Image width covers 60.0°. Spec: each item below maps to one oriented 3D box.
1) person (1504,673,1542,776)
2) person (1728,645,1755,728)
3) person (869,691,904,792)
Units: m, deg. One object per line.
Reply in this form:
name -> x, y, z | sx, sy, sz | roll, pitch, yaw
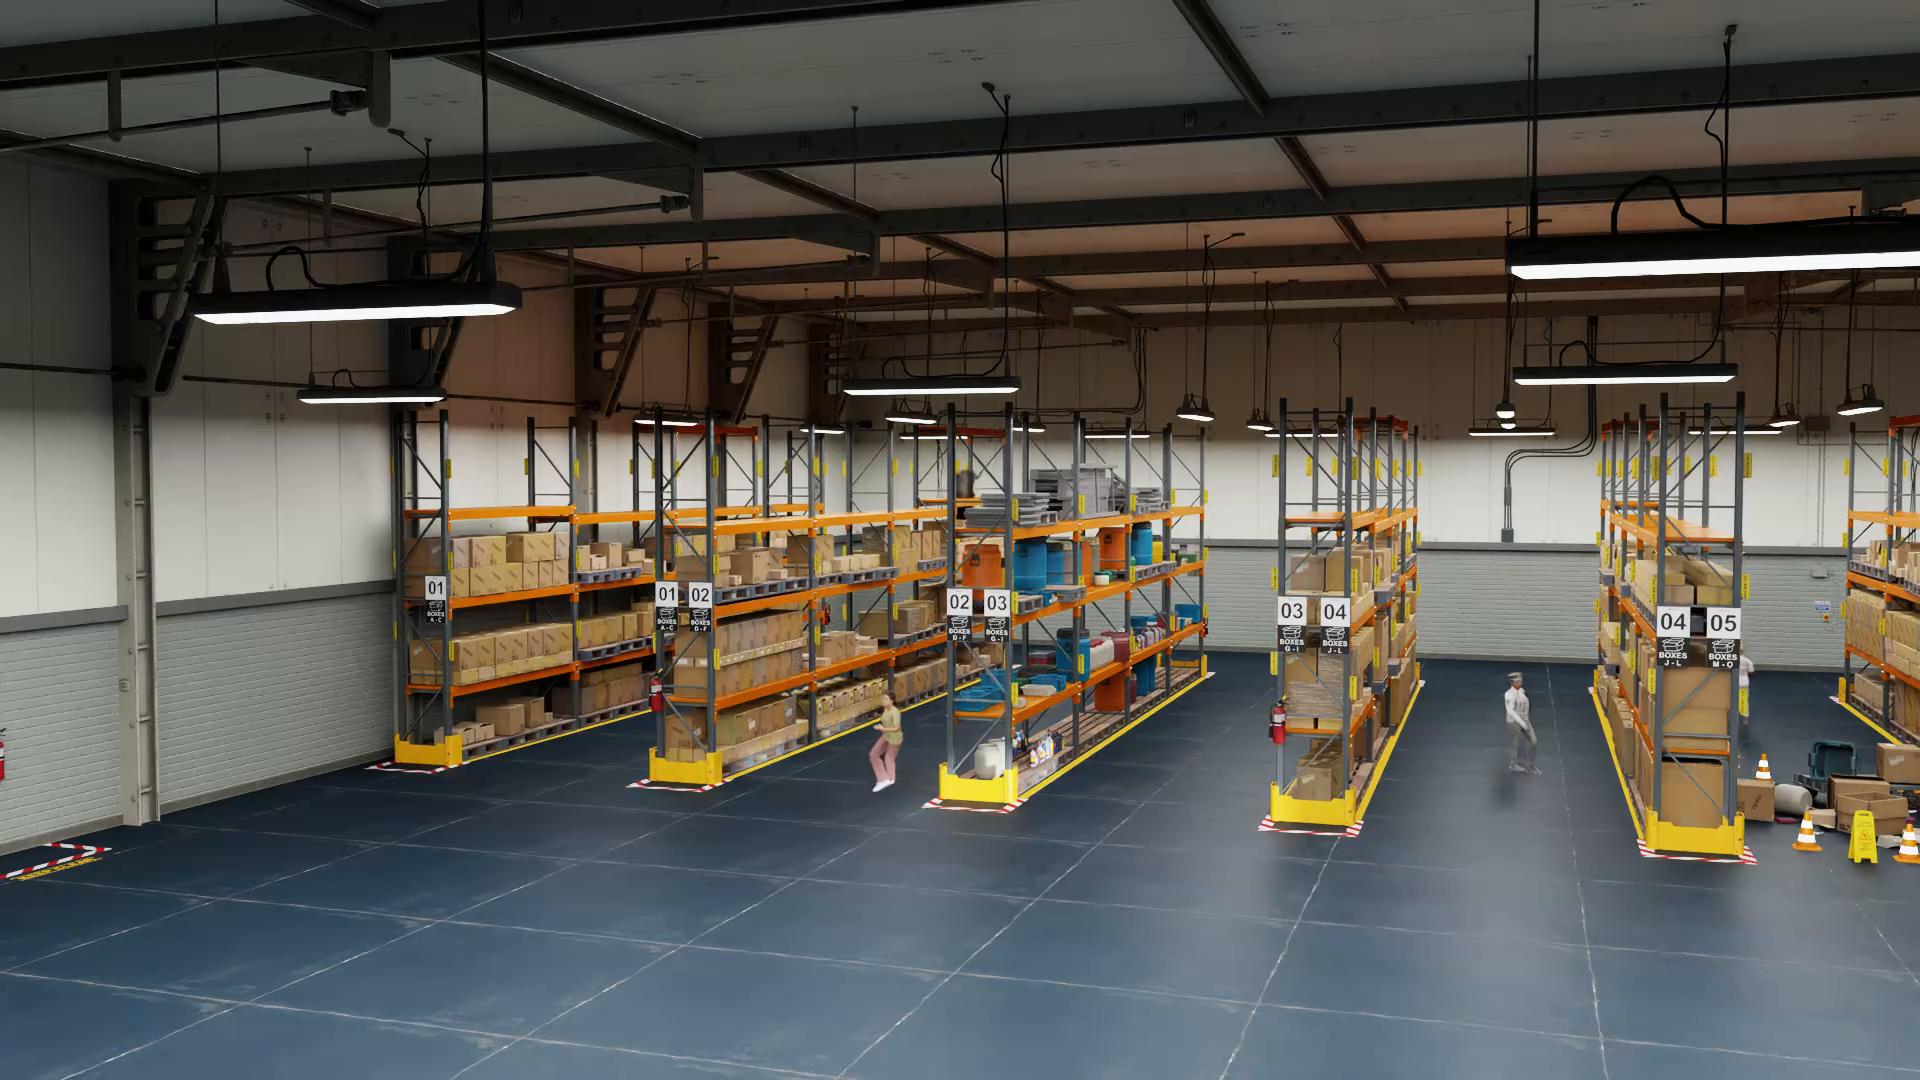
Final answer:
person -> 9.153, 3.003, 27.174 | 0.621, 1.678, 0.590 | -1, 3, -21
person -> 14.889, 2.810, 31.847 | 0.607, 1.633, 0.861 | 1, 3, 17
person -> -1.097, 3.090, 25.722 | 0.727, 1.567, 0.671 | 2, 3, 45
